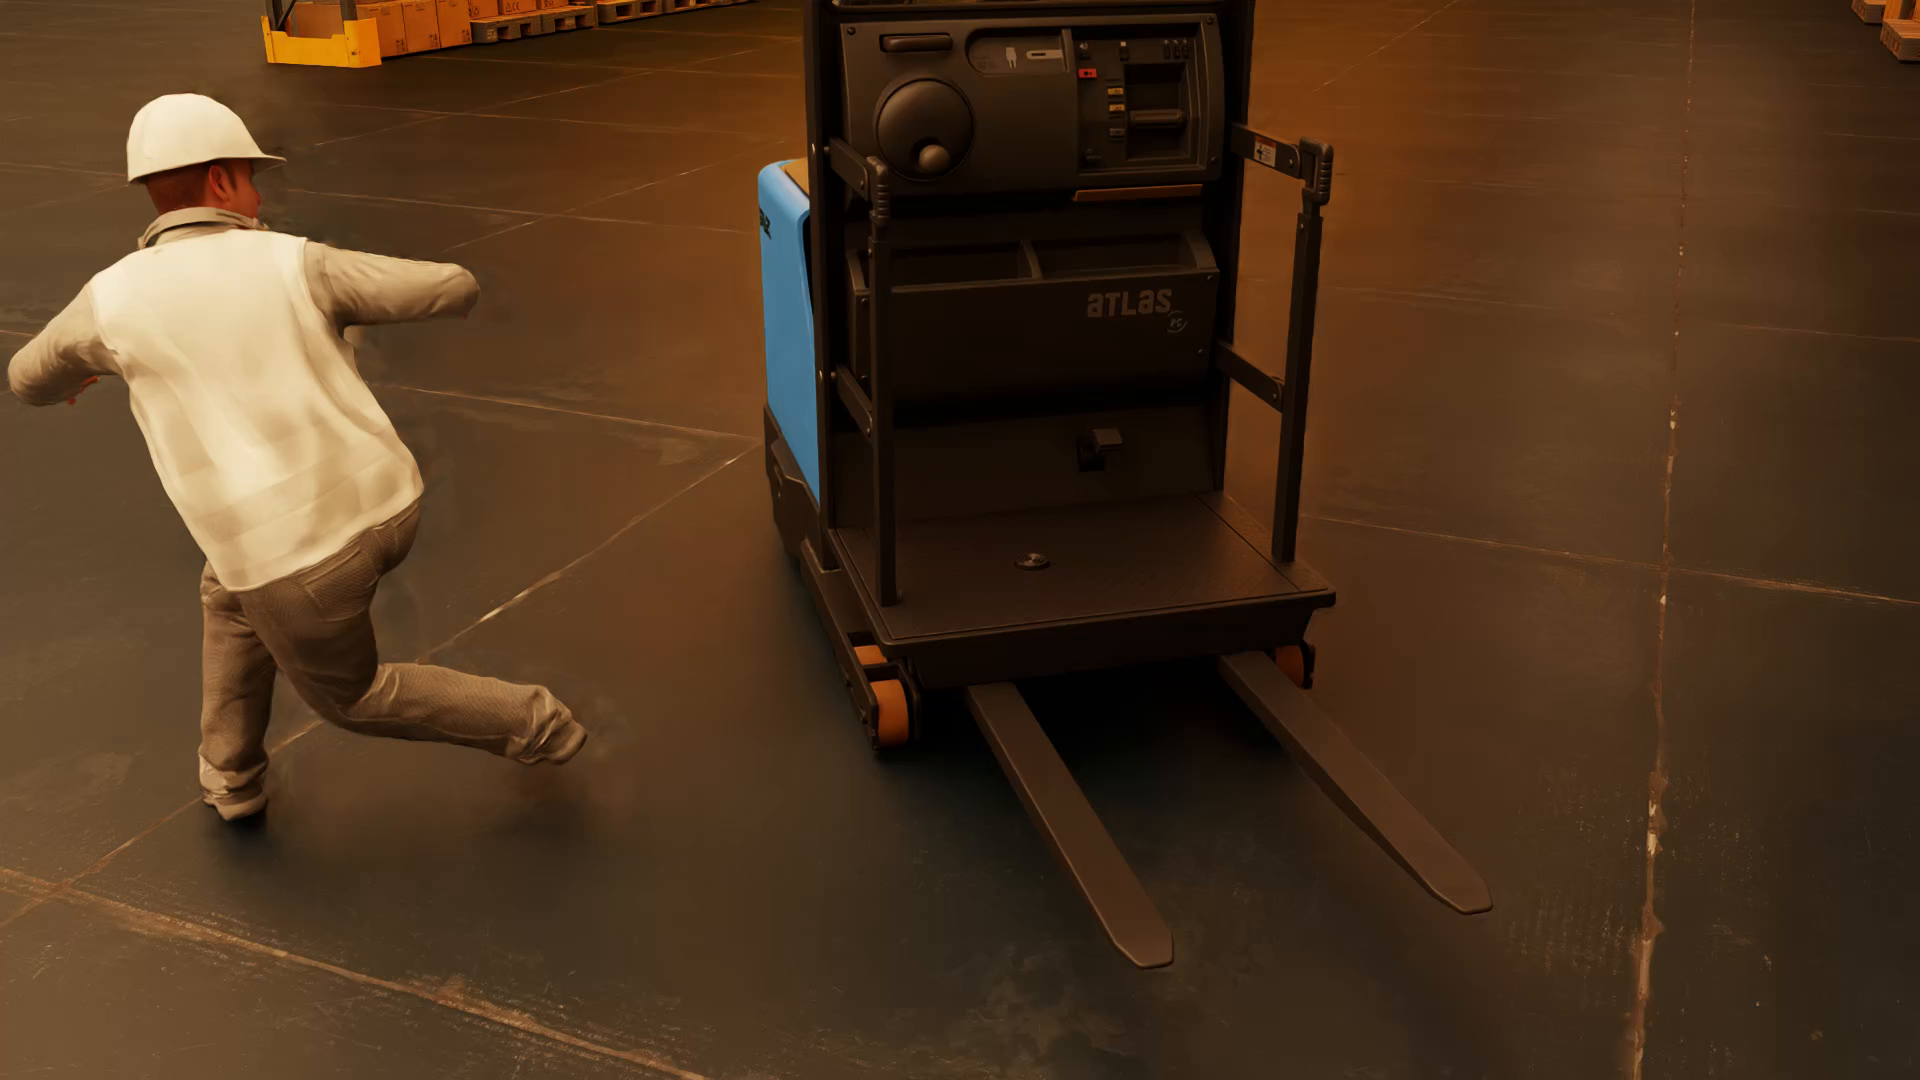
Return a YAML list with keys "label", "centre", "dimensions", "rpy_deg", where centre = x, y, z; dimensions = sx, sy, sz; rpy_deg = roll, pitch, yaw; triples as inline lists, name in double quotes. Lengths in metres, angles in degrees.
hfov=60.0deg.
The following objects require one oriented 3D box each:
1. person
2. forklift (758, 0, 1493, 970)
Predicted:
- label: "person"
  centre: [-1.391, -0.161, 3.524]
  dimensions: [1.100, 1.551, 0.867]
  rpy_deg: [13, 26, 28]
- label: "forklift"
  centre: [0.239, -1.025, 3.744]
  dimensions: [1.130, 2.935, 3.031]
  rpy_deg: [-6, 23, -14]
